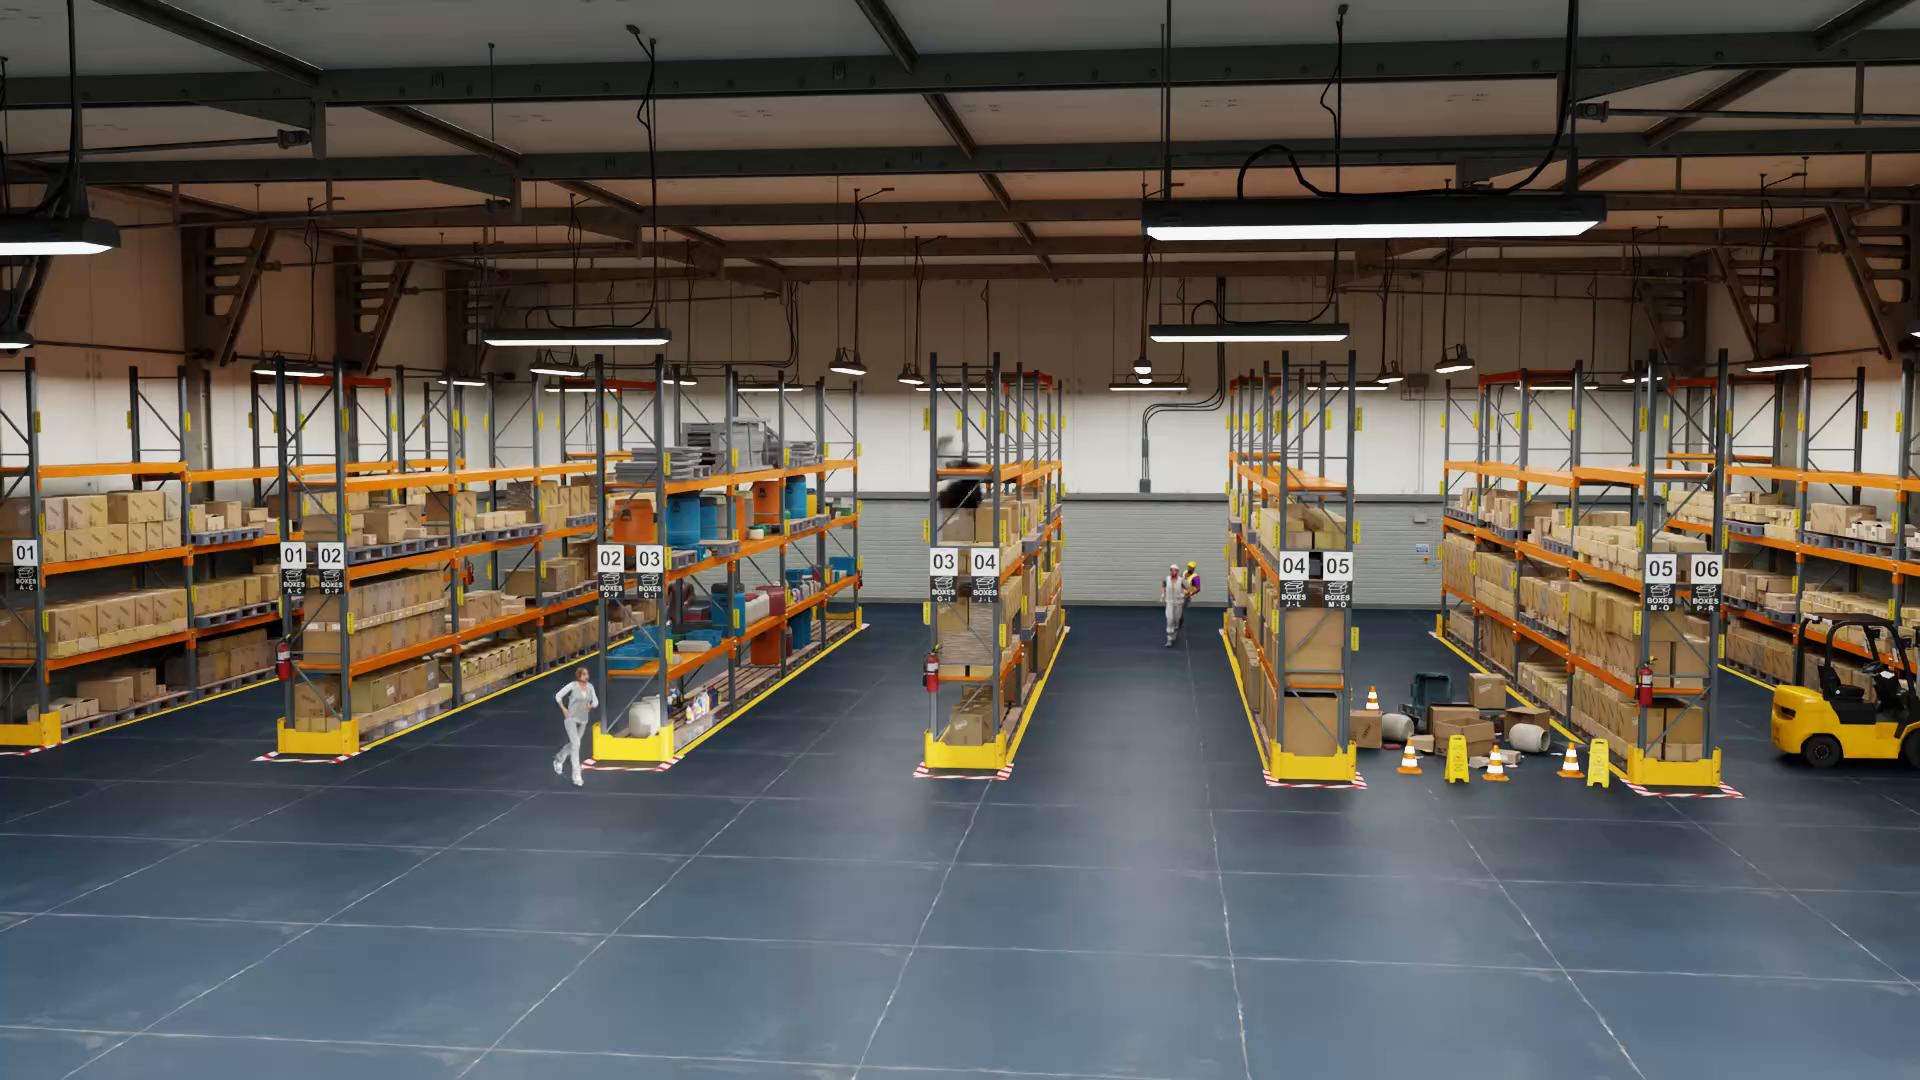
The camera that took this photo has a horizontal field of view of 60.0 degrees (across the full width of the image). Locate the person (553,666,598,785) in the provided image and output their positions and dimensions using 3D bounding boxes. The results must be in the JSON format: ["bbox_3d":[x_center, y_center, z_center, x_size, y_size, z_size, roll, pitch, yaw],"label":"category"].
[{"bbox_3d":[-5.370,2.567,23.367,0.547,1.602,0.824,-4,6,-44],"label":"person"}]

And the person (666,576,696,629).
[{"bbox_3d":[-6.146,1.547,36.486,0.687,1.733,0.742,0,4,-7],"label":"person"}]

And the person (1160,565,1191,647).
[{"bbox_3d":[4.836,1.444,37.302,0.677,1.799,0.929,1,4,12],"label":"person"}]

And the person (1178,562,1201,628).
[{"bbox_3d":[5.453,1.330,40.211,0.577,1.655,0.875,-4,6,-44],"label":"person"}]
